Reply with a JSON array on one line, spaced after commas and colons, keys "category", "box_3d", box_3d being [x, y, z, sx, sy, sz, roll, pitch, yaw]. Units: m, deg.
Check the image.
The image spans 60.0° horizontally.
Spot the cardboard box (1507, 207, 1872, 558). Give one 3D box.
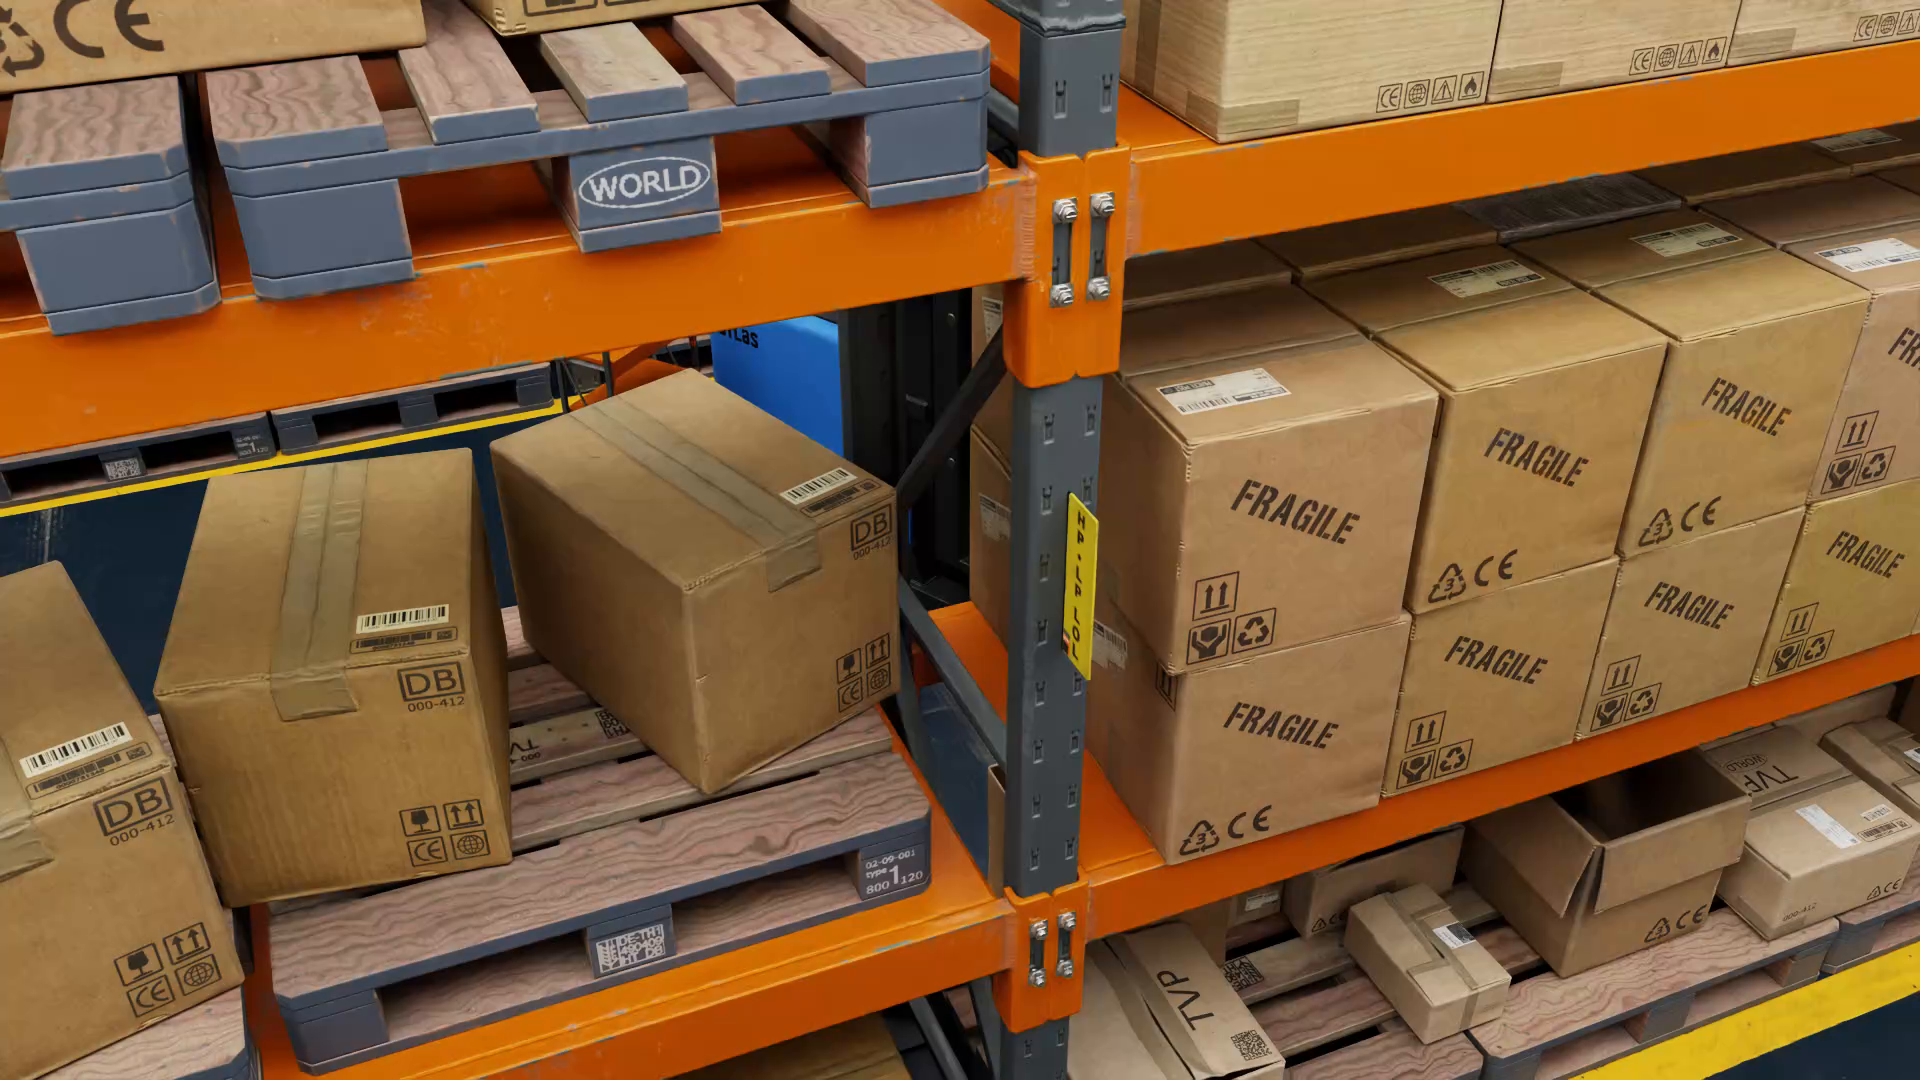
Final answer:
[{"category": "cardboard box", "box_3d": [1.478, -0.347, 3.525, 0.500, 0.500, 0.500, -14, 36, -20]}]

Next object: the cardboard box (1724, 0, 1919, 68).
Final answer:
[{"category": "cardboard box", "box_3d": [1.453, -1.092, 3.065, 0.500, 0.250, 0.500, -13, 35, -19]}]

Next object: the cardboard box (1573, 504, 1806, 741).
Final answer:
[{"category": "cardboard box", "box_3d": [1.493, 0.062, 3.812, 0.500, 0.500, 0.500, -13, 35, -19]}]

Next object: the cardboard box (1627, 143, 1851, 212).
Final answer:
[{"category": "cardboard box", "box_3d": [1.751, -0.730, 4.113, 0.500, 0.500, 0.500, -13, 35, -19]}]

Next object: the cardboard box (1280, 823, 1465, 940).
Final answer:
[{"category": "cardboard box", "box_3d": [1.092, 0.810, 4.816, 0.500, 0.311, 0.500, -13, 35, -19]}]

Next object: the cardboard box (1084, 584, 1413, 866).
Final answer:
[{"category": "cardboard box", "box_3d": [0.560, 0.277, 3.483, 0.500, 0.500, 0.500, -12, 35, -18]}]

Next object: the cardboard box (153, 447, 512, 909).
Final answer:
[{"category": "cardboard box", "box_3d": [-1.148, 0.236, 3.160, 0.500, 0.500, 0.700, -8, 34, -11]}]

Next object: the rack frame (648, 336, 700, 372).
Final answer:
[{"category": "rack frame", "box_3d": [-1.086, -0.487, 6.398, 0.240, 1.200, 0.015, 16, 36, 23]}]

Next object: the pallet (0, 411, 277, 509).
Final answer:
[{"category": "pallet", "box_3d": [-3.745, -0.572, 7.435, 1.213, 0.211, 1.003, -13, 35, -19]}]

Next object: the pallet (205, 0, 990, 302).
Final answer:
[{"category": "pallet", "box_3d": [-0.644, -0.787, 2.631, 1.003, 0.211, 1.213, -13, 35, -19]}]

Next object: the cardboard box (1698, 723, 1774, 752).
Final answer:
[{"category": "cardboard box", "box_3d": [2.139, 0.596, 5.201, 0.500, 0.250, 0.500, -13, 35, -19]}]

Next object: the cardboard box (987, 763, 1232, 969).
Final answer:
[{"category": "cardboard box", "box_3d": [0.400, 0.890, 4.521, 0.500, 0.500, 0.500, -13, 35, -19]}]

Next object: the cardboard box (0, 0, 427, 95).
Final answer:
[{"category": "cardboard box", "box_3d": [-1.116, -1.006, 2.227, 0.600, 0.600, 0.600, -13, 35, -19]}]

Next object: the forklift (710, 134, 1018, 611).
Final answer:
[{"category": "forklift", "box_3d": [0.489, -1.017, 5.626, 3.031, 2.935, 1.130, 23, 40, 31]}]

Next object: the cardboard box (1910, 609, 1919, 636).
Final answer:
[{"category": "cardboard box", "box_3d": [2.426, -0.152, 4.142, 0.500, 0.500, 0.500, -13, 35, -19]}]

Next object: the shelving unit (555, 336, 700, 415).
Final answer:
[{"category": "shelving unit", "box_3d": [-1.201, -0.370, 6.218, 0.258, 1.200, 0.503, 16, 36, 23]}]

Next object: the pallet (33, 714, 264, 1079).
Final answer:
[{"category": "pallet", "box_3d": [-1.912, 0.801, 2.944, 1.213, 0.211, 1.003, -13, 35, -19]}]

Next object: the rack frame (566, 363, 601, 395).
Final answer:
[{"category": "rack frame", "box_3d": [-1.937, -2.201, 7.382, 0.127, 3.000, 1.000, -13, 35, -19]}]

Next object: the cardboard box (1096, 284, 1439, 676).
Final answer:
[{"category": "cardboard box", "box_3d": [0.528, -0.130, 3.191, 0.500, 0.500, 0.500, -12, 35, -18]}]

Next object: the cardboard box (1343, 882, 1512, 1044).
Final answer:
[{"category": "cardboard box", "box_3d": [1.249, 1.125, 4.465, 0.250, 0.166, 0.380, -13, 35, -19]}]

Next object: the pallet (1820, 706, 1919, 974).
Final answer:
[{"category": "pallet", "box_3d": [2.868, 0.798, 5.330, 1.213, 0.211, 1.003, -13, 35, -19]}]

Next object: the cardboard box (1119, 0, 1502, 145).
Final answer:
[{"category": "cardboard box", "box_3d": [0.529, -0.884, 2.745, 0.500, 0.250, 0.500, -13, 35, -19]}]

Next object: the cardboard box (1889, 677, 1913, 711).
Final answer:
[{"category": "cardboard box", "box_3d": [2.923, 0.416, 5.555, 0.250, 0.166, 0.380, -13, 35, -19]}]

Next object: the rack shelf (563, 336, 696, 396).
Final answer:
[{"category": "rack shelf", "box_3d": [-1.201, -0.699, 6.004, 0.258, 0.148, 0.480, 16, 36, 23]}]

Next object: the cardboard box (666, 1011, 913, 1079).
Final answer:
[{"category": "cardboard box", "box_3d": [-0.360, 1.401, 3.735, 0.500, 0.500, 0.500, -13, 35, -19]}]

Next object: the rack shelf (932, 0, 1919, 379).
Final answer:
[{"category": "rack shelf", "box_3d": [1.829, -1.089, 3.582, 4.000, 0.370, 1.077, -13, 35, -19]}]

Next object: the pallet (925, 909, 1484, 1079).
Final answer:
[{"category": "pallet", "box_3d": [0.618, 1.314, 4.538, 1.213, 0.211, 1.003, -13, 35, -19]}]

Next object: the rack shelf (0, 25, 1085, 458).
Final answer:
[{"category": "rack shelf", "box_3d": [-1.860, -0.244, 2.284, 4.000, 0.370, 1.077, -13, 35, -19]}]

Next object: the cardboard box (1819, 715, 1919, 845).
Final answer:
[{"category": "cardboard box", "box_3d": [2.858, 0.727, 5.077, 0.250, 0.166, 0.380, -13, 35, -19]}]

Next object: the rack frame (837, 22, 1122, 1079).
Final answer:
[{"category": "rack frame", "box_3d": [-0.015, 0.289, 3.555, 0.127, 3.000, 1.000, -13, 35, -19]}]

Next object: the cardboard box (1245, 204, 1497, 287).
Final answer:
[{"category": "cardboard box", "box_3d": [0.822, -0.518, 3.788, 0.500, 0.500, 0.500, -14, 35, -20]}]

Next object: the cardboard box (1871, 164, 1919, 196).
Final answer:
[{"category": "cardboard box", "box_3d": [2.427, -0.565, 3.860, 0.500, 0.500, 0.500, -12, 35, -18]}]
